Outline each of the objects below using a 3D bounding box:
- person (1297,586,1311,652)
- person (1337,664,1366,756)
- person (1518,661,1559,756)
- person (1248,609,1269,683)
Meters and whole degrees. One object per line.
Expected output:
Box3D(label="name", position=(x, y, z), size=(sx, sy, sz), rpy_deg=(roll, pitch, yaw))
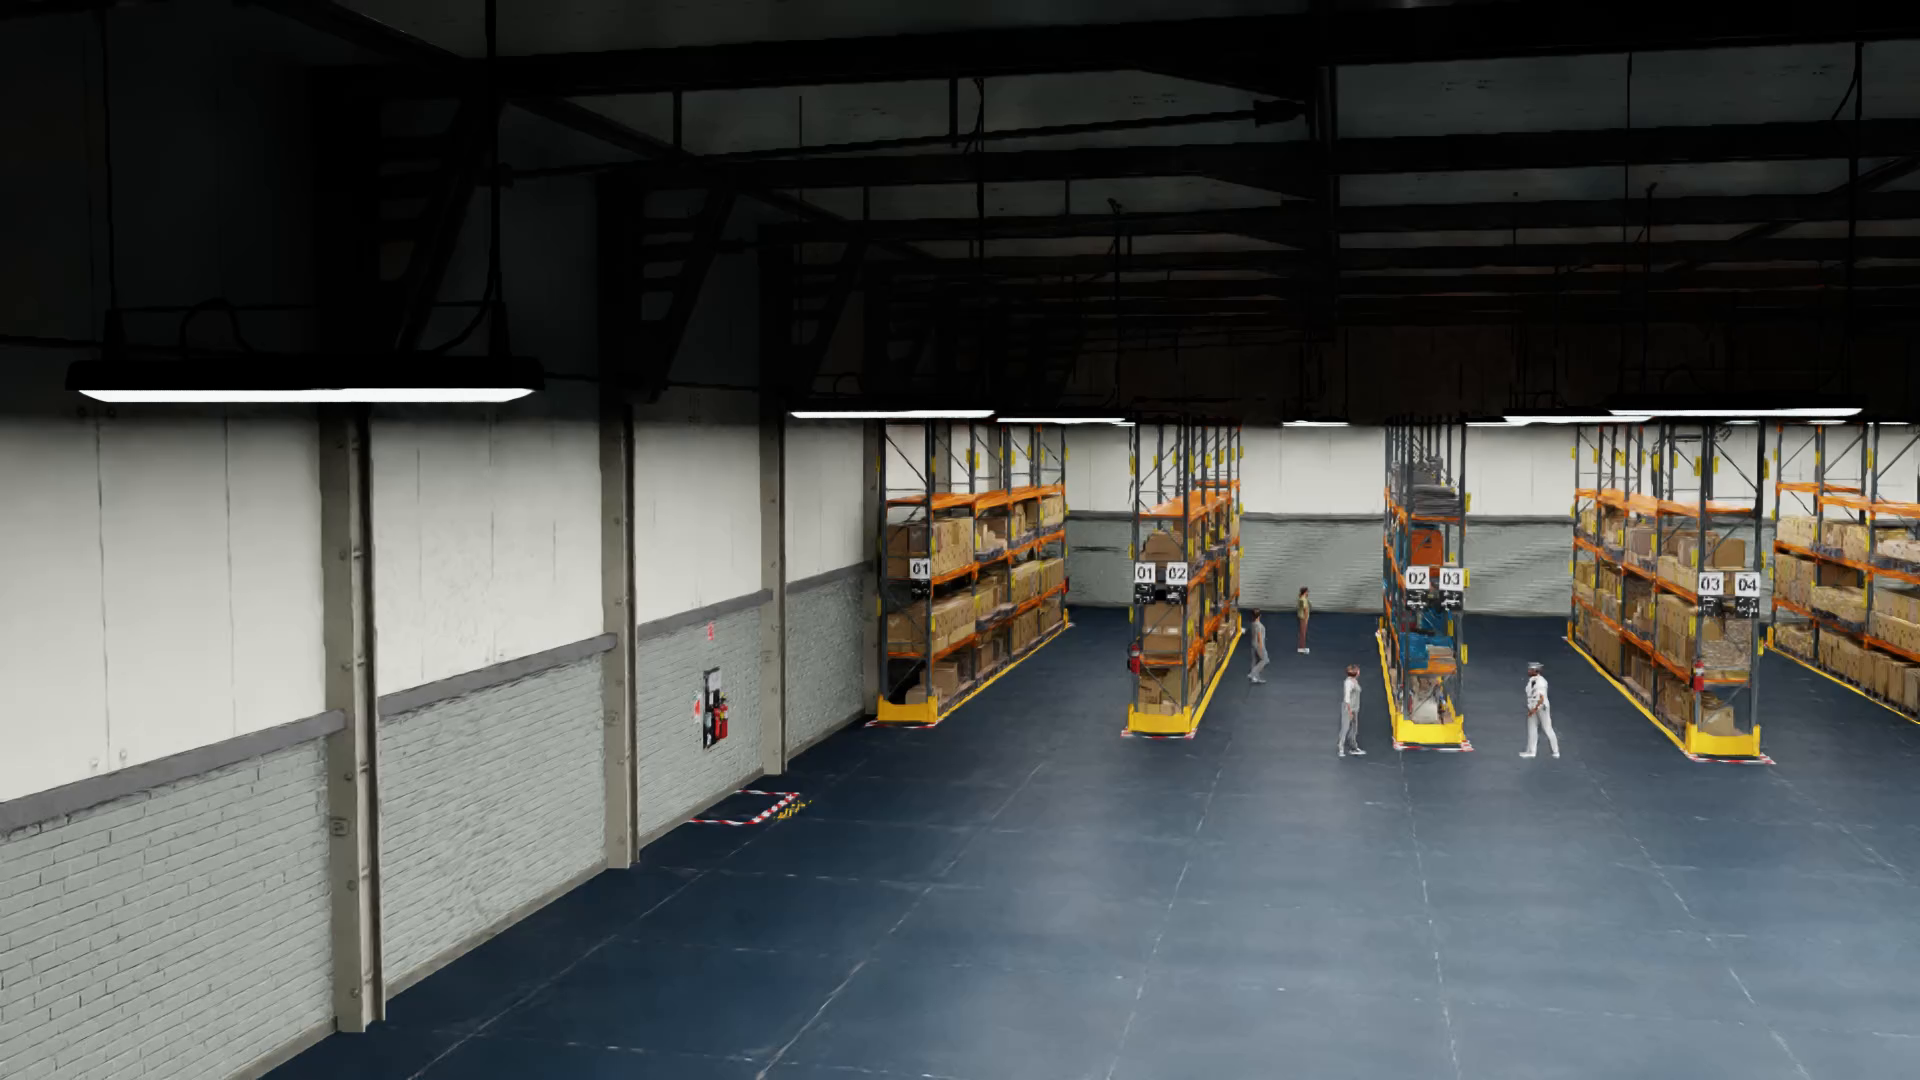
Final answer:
Box3D(label="person", position=(8.772, 2.003, 42.357), size=(0.389, 1.676, 0.557), rpy_deg=(-1, 4, -9))
Box3D(label="person", position=(6.801, 2.964, 28.962), size=(0.422, 1.586, 0.515), rpy_deg=(3, 5, 34))
Box3D(label="person", position=(10.086, 2.940, 28.897), size=(0.683, 1.657, 0.488), rpy_deg=(-1, 4, -14))
Box3D(label="person", position=(6.636, 2.374, 37.170), size=(0.435, 1.671, 0.492), rpy_deg=(-1, 4, -11))
